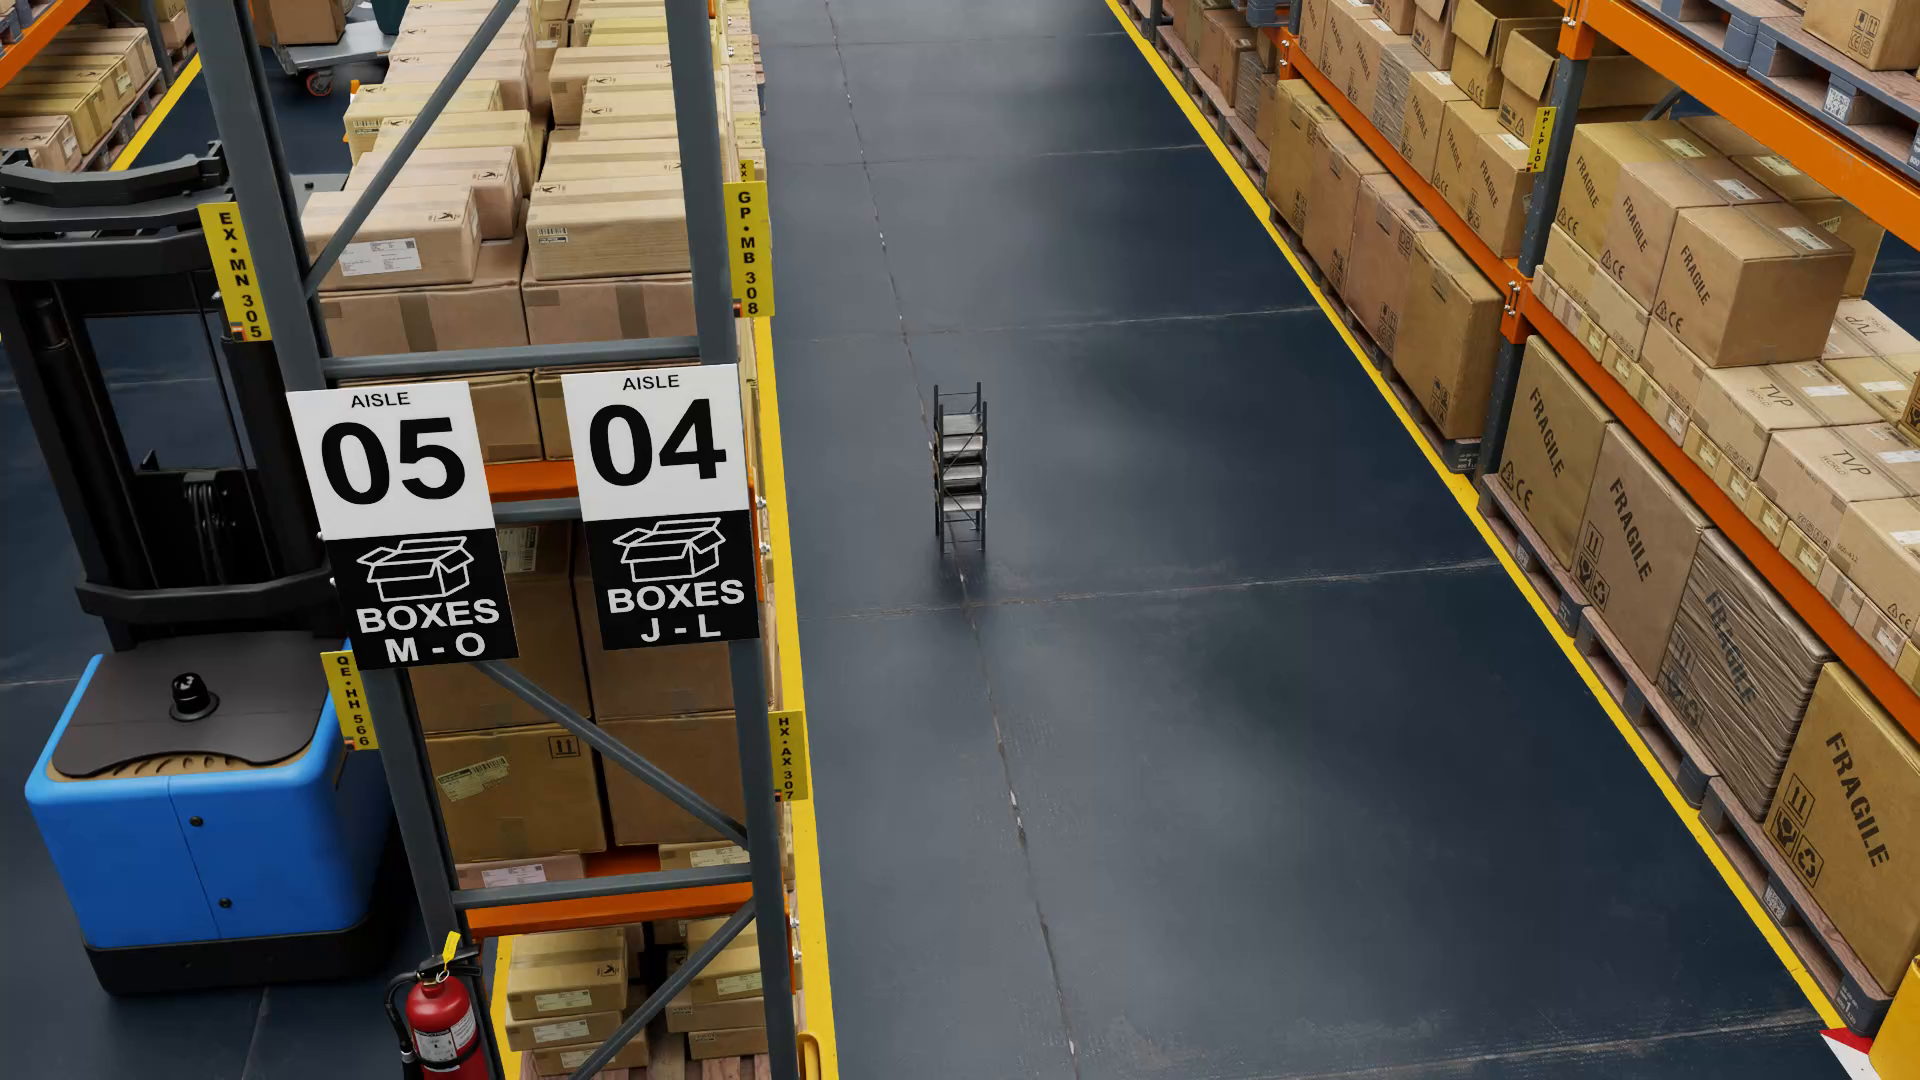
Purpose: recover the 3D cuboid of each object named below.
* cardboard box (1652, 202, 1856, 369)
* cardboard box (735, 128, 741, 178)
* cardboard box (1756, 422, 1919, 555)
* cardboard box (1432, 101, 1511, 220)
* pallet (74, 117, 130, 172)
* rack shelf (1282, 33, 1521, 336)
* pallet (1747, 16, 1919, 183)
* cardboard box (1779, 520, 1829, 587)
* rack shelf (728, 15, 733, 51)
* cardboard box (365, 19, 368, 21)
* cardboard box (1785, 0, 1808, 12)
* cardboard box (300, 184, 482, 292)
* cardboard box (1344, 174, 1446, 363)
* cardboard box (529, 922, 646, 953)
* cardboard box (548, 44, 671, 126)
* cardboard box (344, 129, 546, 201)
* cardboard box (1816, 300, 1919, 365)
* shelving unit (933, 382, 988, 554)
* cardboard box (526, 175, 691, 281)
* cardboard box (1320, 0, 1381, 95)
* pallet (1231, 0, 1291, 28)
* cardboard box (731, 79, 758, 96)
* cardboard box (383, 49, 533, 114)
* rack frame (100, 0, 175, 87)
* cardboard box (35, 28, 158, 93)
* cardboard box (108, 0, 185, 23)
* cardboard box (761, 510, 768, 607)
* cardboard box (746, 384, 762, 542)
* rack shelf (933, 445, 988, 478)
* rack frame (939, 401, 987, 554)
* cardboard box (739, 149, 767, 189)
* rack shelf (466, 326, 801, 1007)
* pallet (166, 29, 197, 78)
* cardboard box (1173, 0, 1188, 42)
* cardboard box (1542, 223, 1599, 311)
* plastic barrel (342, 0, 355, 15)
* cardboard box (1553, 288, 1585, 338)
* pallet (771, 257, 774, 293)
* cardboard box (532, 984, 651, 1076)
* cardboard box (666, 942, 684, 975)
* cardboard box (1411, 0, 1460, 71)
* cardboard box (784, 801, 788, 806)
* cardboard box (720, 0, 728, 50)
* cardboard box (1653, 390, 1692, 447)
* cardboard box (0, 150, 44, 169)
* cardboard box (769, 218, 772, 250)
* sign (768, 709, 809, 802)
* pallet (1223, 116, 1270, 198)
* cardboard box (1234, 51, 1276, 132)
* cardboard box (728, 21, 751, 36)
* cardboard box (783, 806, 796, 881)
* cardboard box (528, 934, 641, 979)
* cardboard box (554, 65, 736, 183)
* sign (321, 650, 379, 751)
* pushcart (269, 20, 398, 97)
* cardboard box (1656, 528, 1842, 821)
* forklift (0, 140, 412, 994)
[{"bbox_3d":[3.322,-1.075,6.996,0.500,0.500,0.500,-5,35,-8],"label":"cardboard box"},{"bbox_3d":[-1.219,-1.573,7.282,0.500,0.500,0.500,-6,35,-8],"label":"cardboard box"},{"bbox_3d":[3.452,-0.203,6.381,0.500,0.250,0.500,-5,35,-8],"label":"cardboard box"},{"bbox_3d":[2.985,-2.115,9.229,0.500,0.500,0.500,-3,34,-5],"label":"cardboard box"},{"bbox_3d":[-7.244,-3.001,13.095,1.003,0.211,1.213,-4,35,-6],"label":"pallet"},{"bbox_3d":[3.109,-2.375,10.339,1.077,0.370,4.000,-4,35,-6],"label":"rack shelf"},{"bbox_3d":[3.639,-1.623,6.011,1.003,0.211,1.213,-4,35,-6],"label":"pallet"},{"bbox_3d":[3.403,0.036,6.385,0.380,0.149,0.250,-5,35,-7],"label":"cardboard box"},{"bbox_3d":[-1.819,-3.295,9.026,1.077,0.370,4.000,-4,35,-6],"label":"rack shelf"},{"bbox_3d":[-5.500,-4.757,15.624,0.396,0.266,0.258,27,43,34],"label":"cardboard box"},{"bbox_3d":[3.611,-2.319,6.404,0.700,0.500,0.500,-3,34,-4],"label":"cardboard box"},{"bbox_3d":[-1.348,-0.717,3.939,0.380,0.149,0.250,-5,35,-7],"label":"cardboard box"},{"bbox_3d":[3.151,-1.706,10.232,1.225,0.875,0.875,-6,35,-8],"label":"cardboard box"},{"bbox_3d":[-1.312,1.333,5.889,0.380,0.149,0.250,-4,34,-5],"label":"cardboard box"},{"bbox_3d":[-0.982,-1.324,4.829,0.380,0.149,0.250,-3,34,-5],"label":"cardboard box"},{"bbox_3d":[-1.396,-0.912,4.579,0.500,0.250,0.500,-5,35,-8],"label":"cardboard box"},{"bbox_3d":[3.838,-0.817,7.283,0.500,0.250,0.500,-4,34,-5],"label":"cardboard box"},{"bbox_3d":[0.001,-0.367,8.619,0.258,0.900,0.210,-4,35,-6],"label":"shelving unit"},{"bbox_3d":[-0.830,-0.752,3.990,0.380,0.149,0.250,-5,35,-7],"label":"cardboard box"},{"bbox_3d":[2.708,-3.250,10.896,0.500,0.500,0.500,-5,35,-8],"label":"cardboard box"},{"bbox_3d":[2.639,-4.099,12.400,1.213,0.211,1.003,-4,35,-6],"label":"pallet"},{"bbox_3d":[-1.289,-2.388,9.041,0.380,0.149,0.250,-5,35,-7],"label":"cardboard box"},{"bbox_3d":[-1.437,-1.290,4.780,0.380,0.149,0.250,-5,35,-7],"label":"cardboard box"},{"bbox_3d":[-7.518,-5.270,13.948,1.000,3.000,0.127,-4,35,-6],"label":"rack frame"},{"bbox_3d":[-7.445,-4.065,14.141,0.950,0.372,0.625,-4,34,-6],"label":"cardboard box"},{"bbox_3d":[-7.329,-4.967,14.906,0.500,0.500,0.500,-3,34,-4],"label":"cardboard box"},{"bbox_3d":[-0.950,-0.012,5.879,0.500,0.500,0.500,-4,34,-6],"label":"cardboard box"},{"bbox_3d":[-0.884,-0.134,5.171,0.500,0.500,0.500,-3,34,-5],"label":"cardboard box"},{"bbox_3d":[0.001,-0.414,8.587,0.258,0.077,0.200,-4,35,-6],"label":"rack shelf"},{"bbox_3d":[0.015,-0.311,8.535,0.240,0.900,0.006,-4,35,-6],"label":"rack frame"},{"bbox_3d":[-1.147,-1.807,8.189,0.380,0.149,0.250,-3,34,-4],"label":"cardboard box"},{"bbox_3d":[-1.281,0.176,6.595,1.077,0.370,4.000,-4,35,-6],"label":"rack shelf"},{"bbox_3d":[-7.643,-4.490,15.279,1.003,0.211,1.213,-4,35,-6],"label":"pallet"},{"bbox_3d":[2.364,-4.825,15.124,0.700,0.500,0.500,-7,35,-10],"label":"cardboard box"},{"bbox_3d":[3.182,-1.335,8.043,0.500,0.250,0.500,-5,35,-7],"label":"cardboard box"},{"bbox_3d":[-6.278,-5.400,16.426,0.512,0.421,0.421,20,39,26],"label":"plastic barrel"},{"bbox_3d":[3.124,-1.116,8.075,0.380,0.149,0.250,-5,35,-8],"label":"cardboard box"},{"bbox_3d":[-1.509,-1.595,8.726,1.003,0.211,1.213,-4,35,-6],"label":"pallet"},{"bbox_3d":[-1.290,1.722,5.847,0.380,0.149,0.250,-4,34,-6],"label":"cardboard box"},{"bbox_3d":[-0.882,1.543,6.109,0.380,0.149,0.250,-5,35,-7],"label":"cardboard box"},{"bbox_3d":[3.104,-3.097,9.781,0.797,0.503,0.637,-3,34,-5],"label":"cardboard box"},{"bbox_3d":[-0.857,1.127,6.456,0.380,0.149,0.250,-3,34,-5],"label":"cardboard box"},{"bbox_3d":[-1.217,-2.161,6.856,0.500,0.250,0.500,-4,34,-5],"label":"cardboard box"},{"bbox_3d":[3.263,-0.539,7.229,0.380,0.149,0.250,-4,34,-6],"label":"cardboard box"},{"bbox_3d":[-7.046,-2.442,11.758,0.950,0.372,0.625,-7,35,-10],"label":"cardboard box"},{"bbox_3d":[-1.147,-1.561,8.356,0.380,0.149,0.250,-6,35,-9],"label":"cardboard box"},{"bbox_3d":[-0.475,0.596,4.571,0.100,0.325,0.005,-4,35,-6],"label":"sign"},{"bbox_3d":[2.737,-3.072,13.199,1.003,0.211,1.213,-4,35,-6],"label":"pallet"},{"bbox_3d":[2.643,-3.618,13.353,0.700,0.500,0.500,-7,35,-10],"label":"cardboard box"},{"bbox_3d":[-1.435,-2.976,9.903,0.380,0.149,0.250,-4,35,-6],"label":"cardboard box"},{"bbox_3d":[-0.809,1.141,6.172,0.380,0.149,0.250,-4,35,-7],"label":"cardboard box"},{"bbox_3d":[-1.348,1.454,5.976,0.380,0.149,0.250,-5,35,-7],"label":"cardboard box"},{"bbox_3d":[-0.941,-1.228,5.042,0.500,0.250,0.500,-4,34,-6],"label":"cardboard box"},{"bbox_3d":[-1.565,0.417,4.294,0.100,0.325,0.005,-4,35,-6],"label":"sign"},{"bbox_3d":[-5.265,-4.387,14.981,1.648,0.377,0.936,-16,38,-23],"label":"pushcart"},{"bbox_3d":[3.628,0.521,6.964,0.875,0.875,0.875,-4,35,-6],"label":"cardboard box"},{"bbox_3d":[-2.891,-0.318,6.742,1.130,2.935,3.031,-3,34,-5],"label":"forklift"}]
